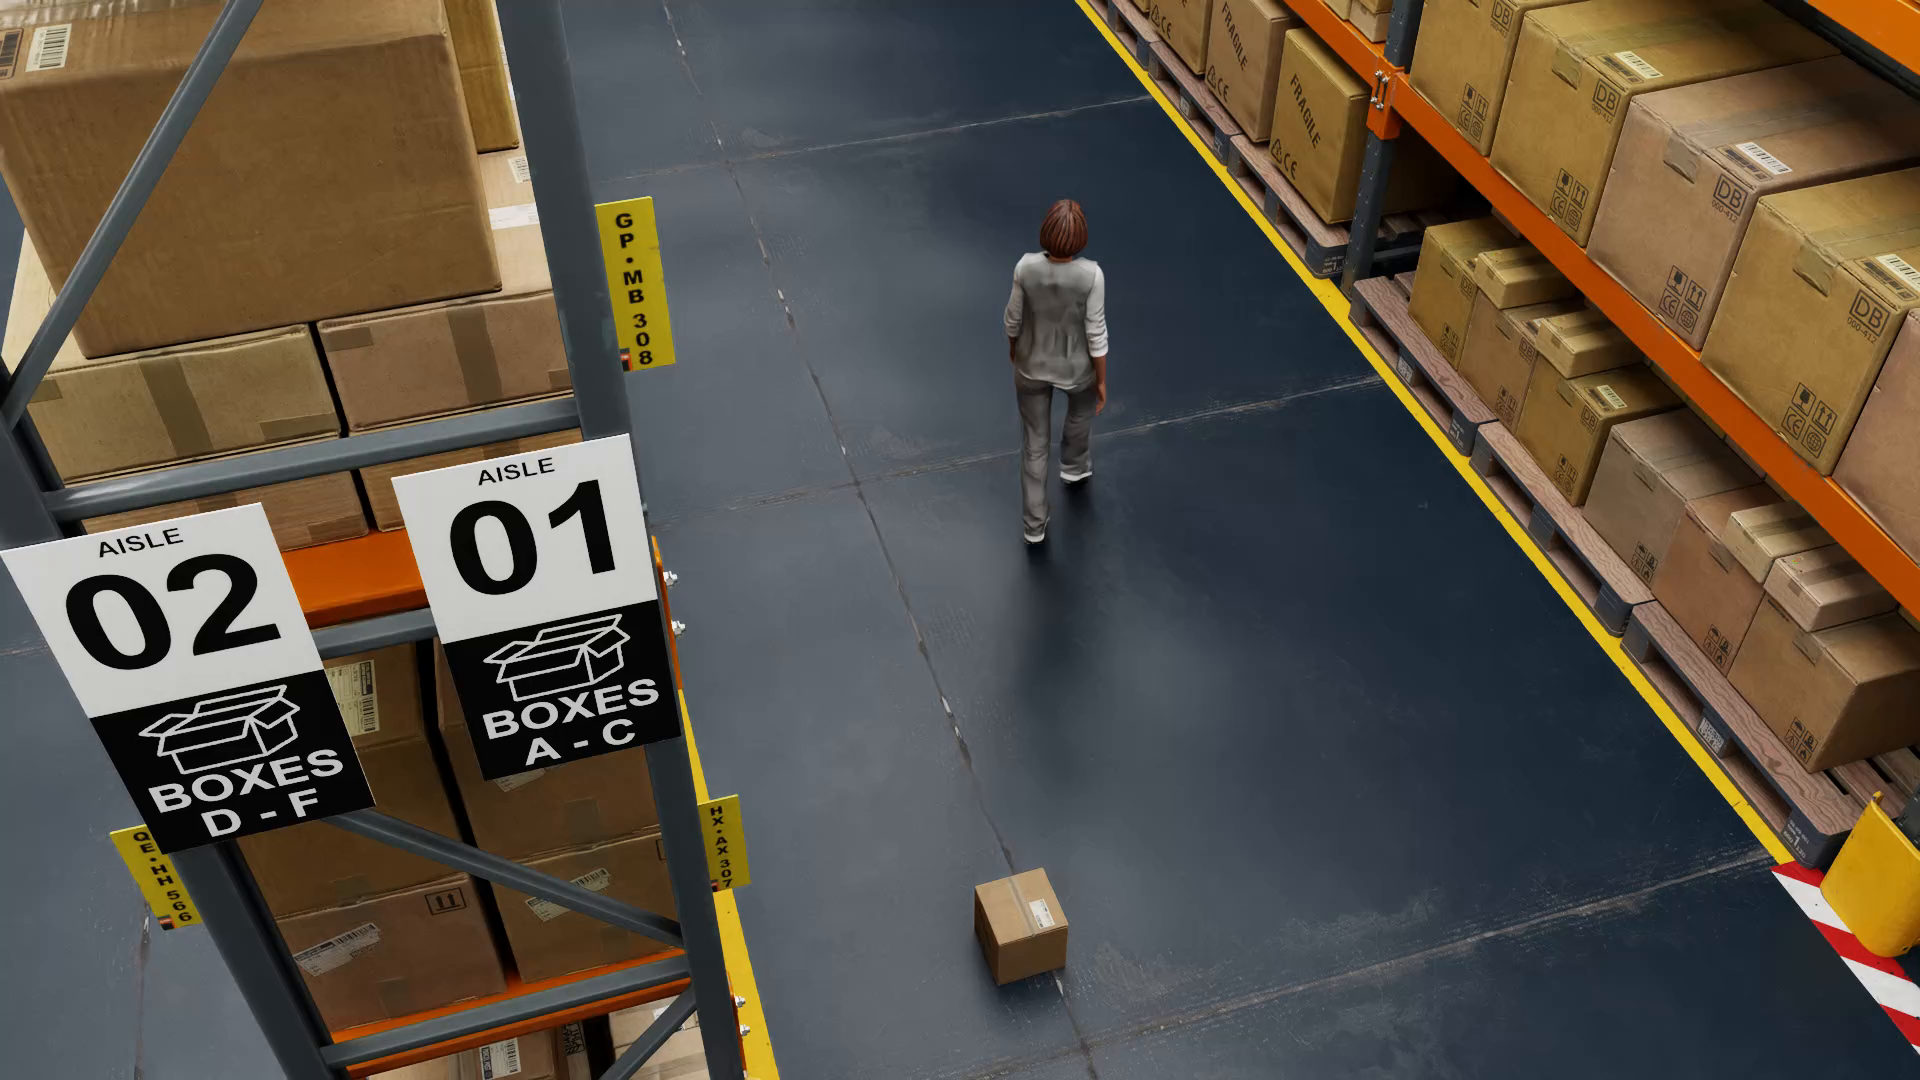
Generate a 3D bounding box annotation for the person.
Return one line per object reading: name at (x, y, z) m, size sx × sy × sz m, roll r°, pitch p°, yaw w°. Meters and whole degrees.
person at (0.402, -0.738, 6.966) m, size 0.449 × 1.621 × 0.675 m, roll 6°, pitch 43°, yaw 6°
